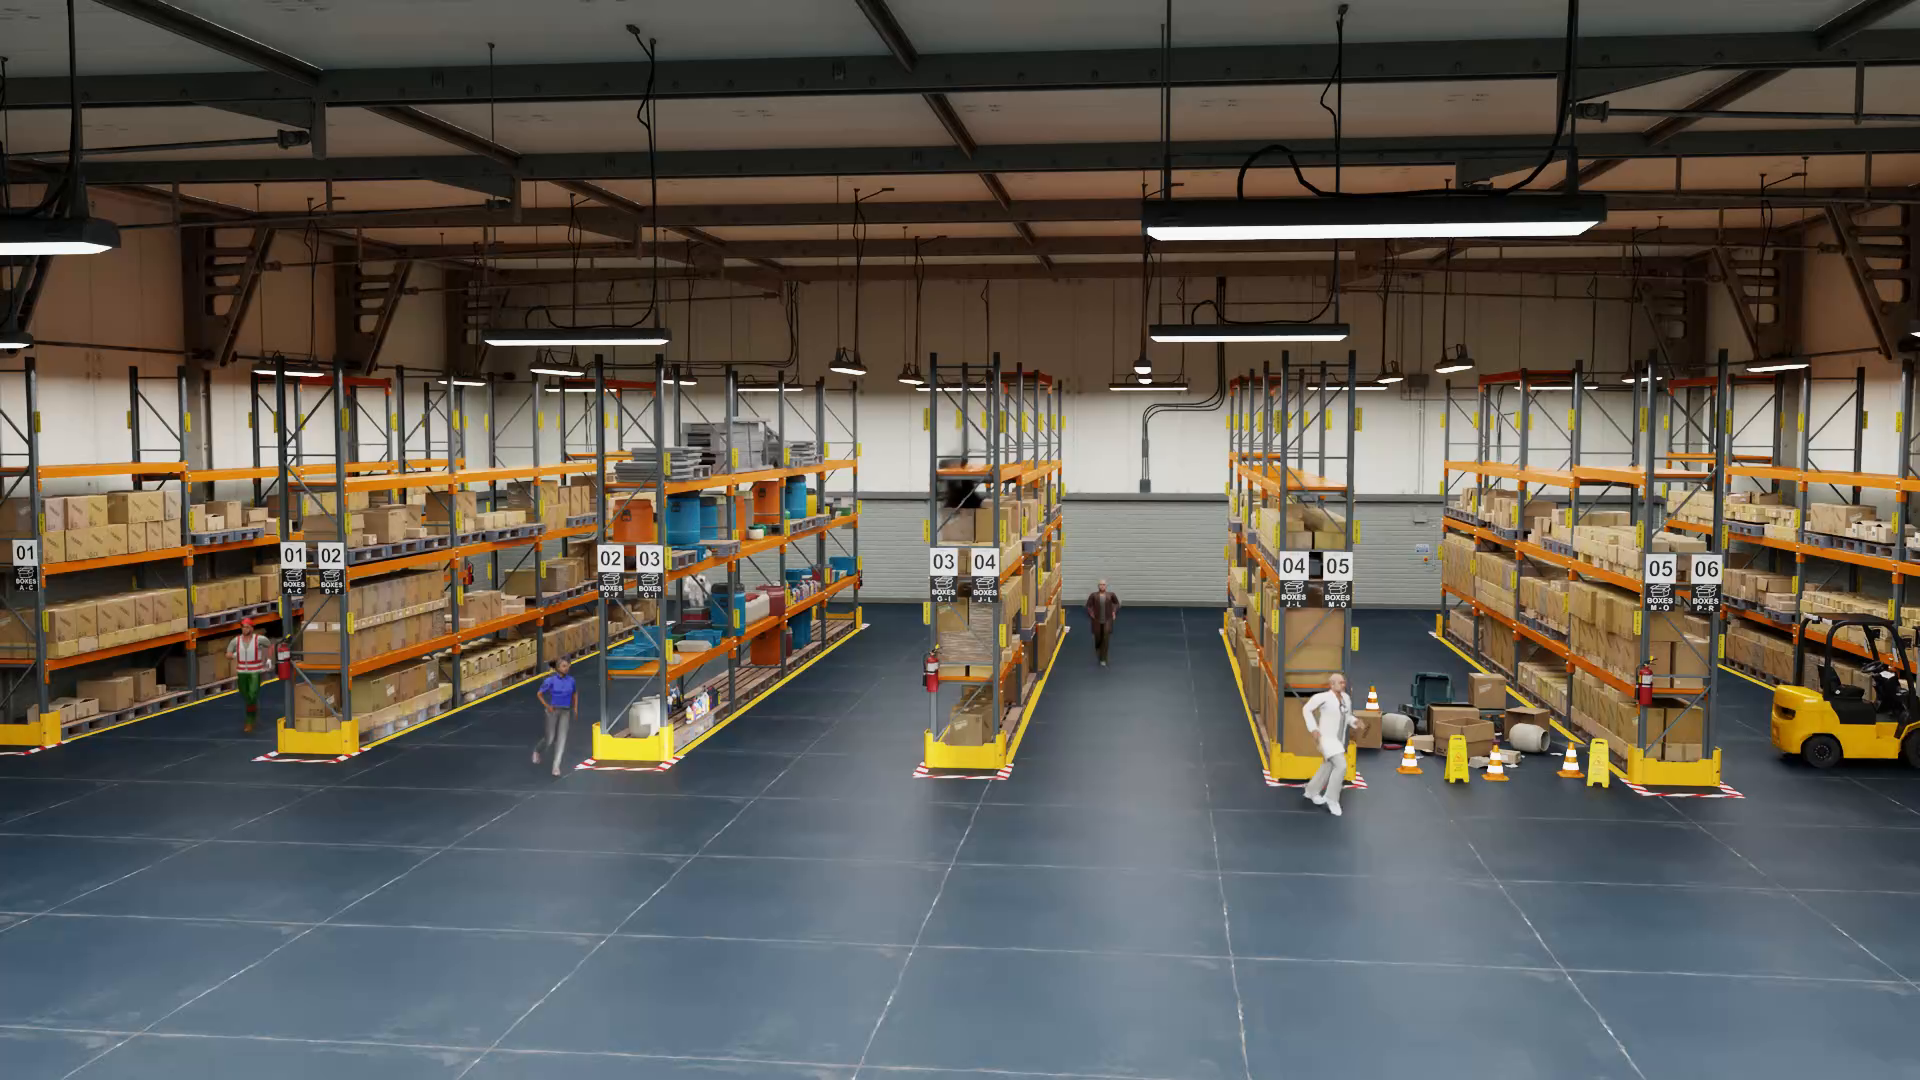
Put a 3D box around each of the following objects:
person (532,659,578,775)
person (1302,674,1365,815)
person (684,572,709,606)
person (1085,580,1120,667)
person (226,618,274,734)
[{"bbox_3d":[-5.752,2.510,23.901,0.638,1.602,0.803,-3,5,-35],"label":"person"},{"bbox_3d":[4.796,2.620,21.452,0.632,1.820,0.915,-4,5,-42],"label":"person"},{"bbox_3d":[-6.188,1.410,38.999,0.556,1.726,0.770,0,4,0],"label":"person"},{"bbox_3d":[2.947,1.699,34.383,0.711,1.764,0.923,0,4,3],"label":"person"},{"bbox_3d":[-11.560,2.173,27.041,0.660,1.823,0.903,0,4,-4],"label":"person"}]
